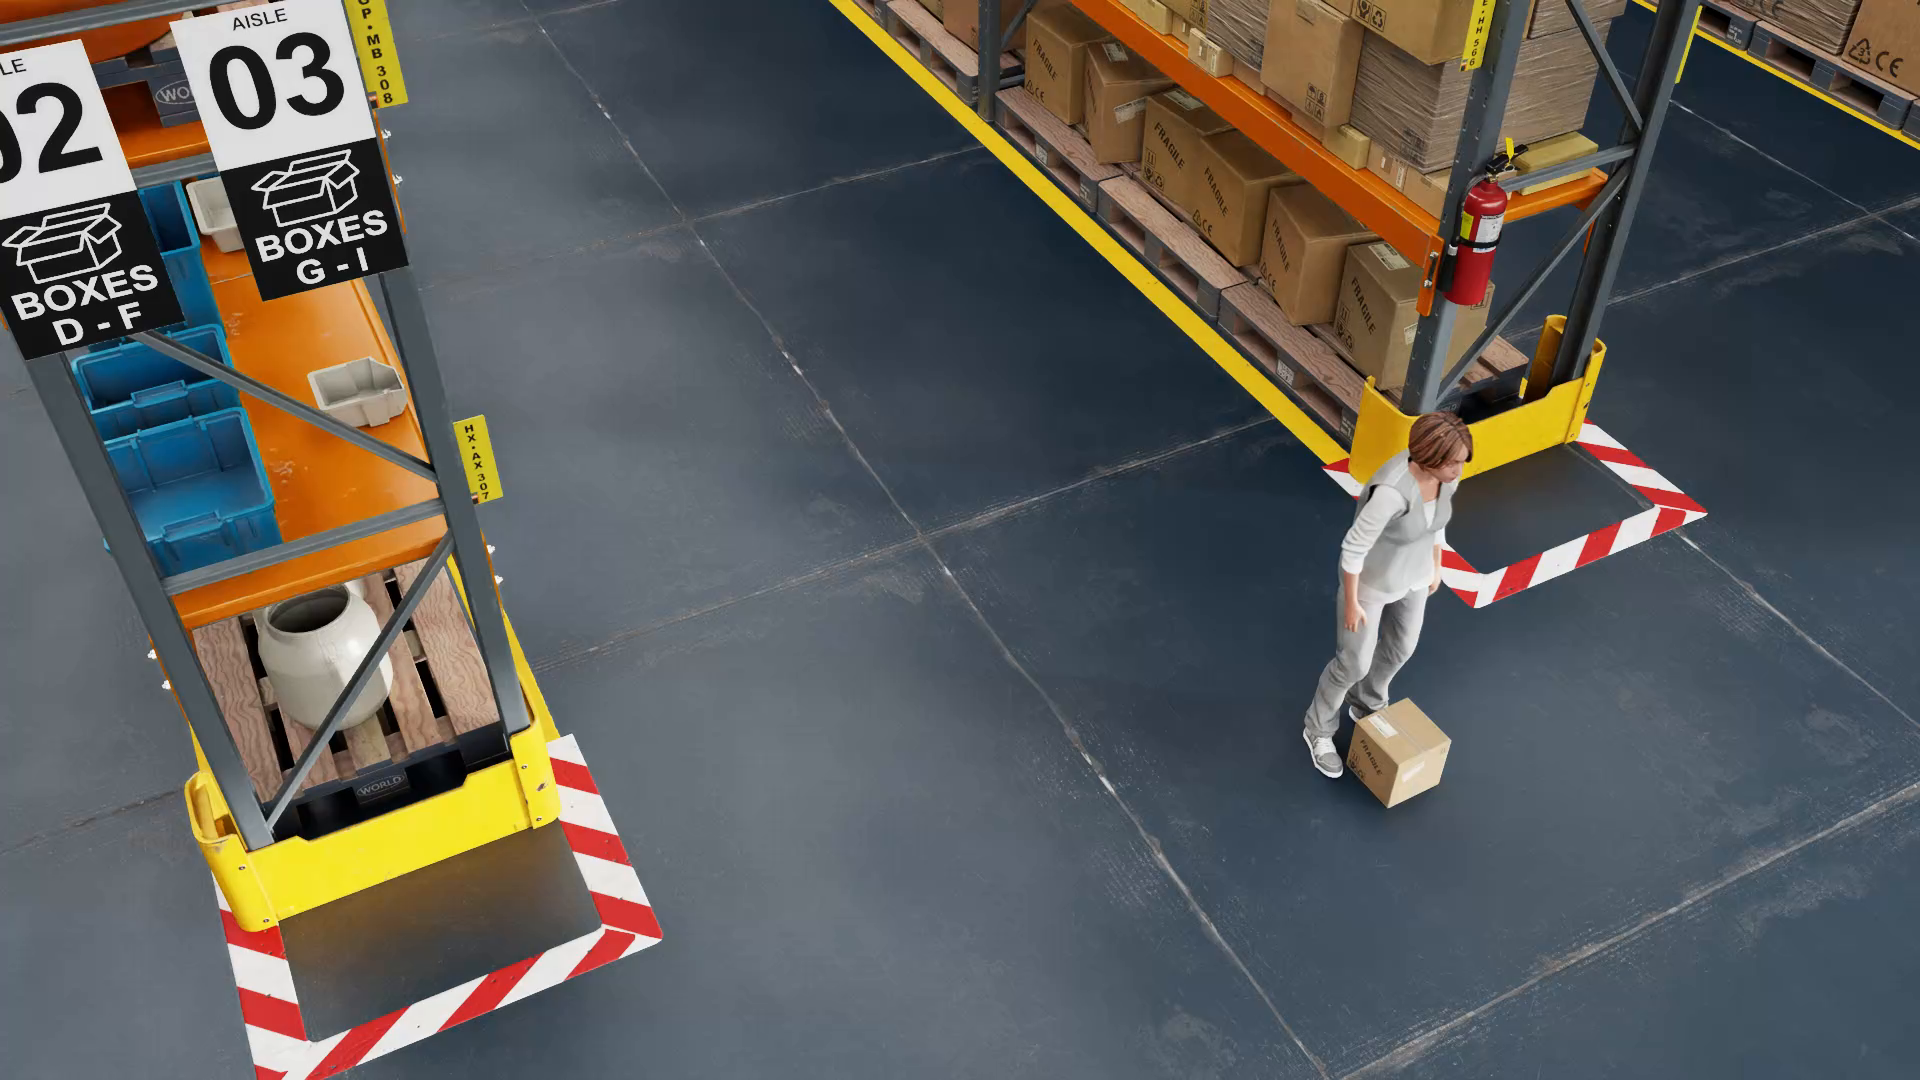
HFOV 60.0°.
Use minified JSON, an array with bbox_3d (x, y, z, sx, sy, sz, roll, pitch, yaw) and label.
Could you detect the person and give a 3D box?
[{"bbox_3d":[1.533,0.172,5.984,0.461,1.582,0.343,-19,45,-20],"label":"person"}]
